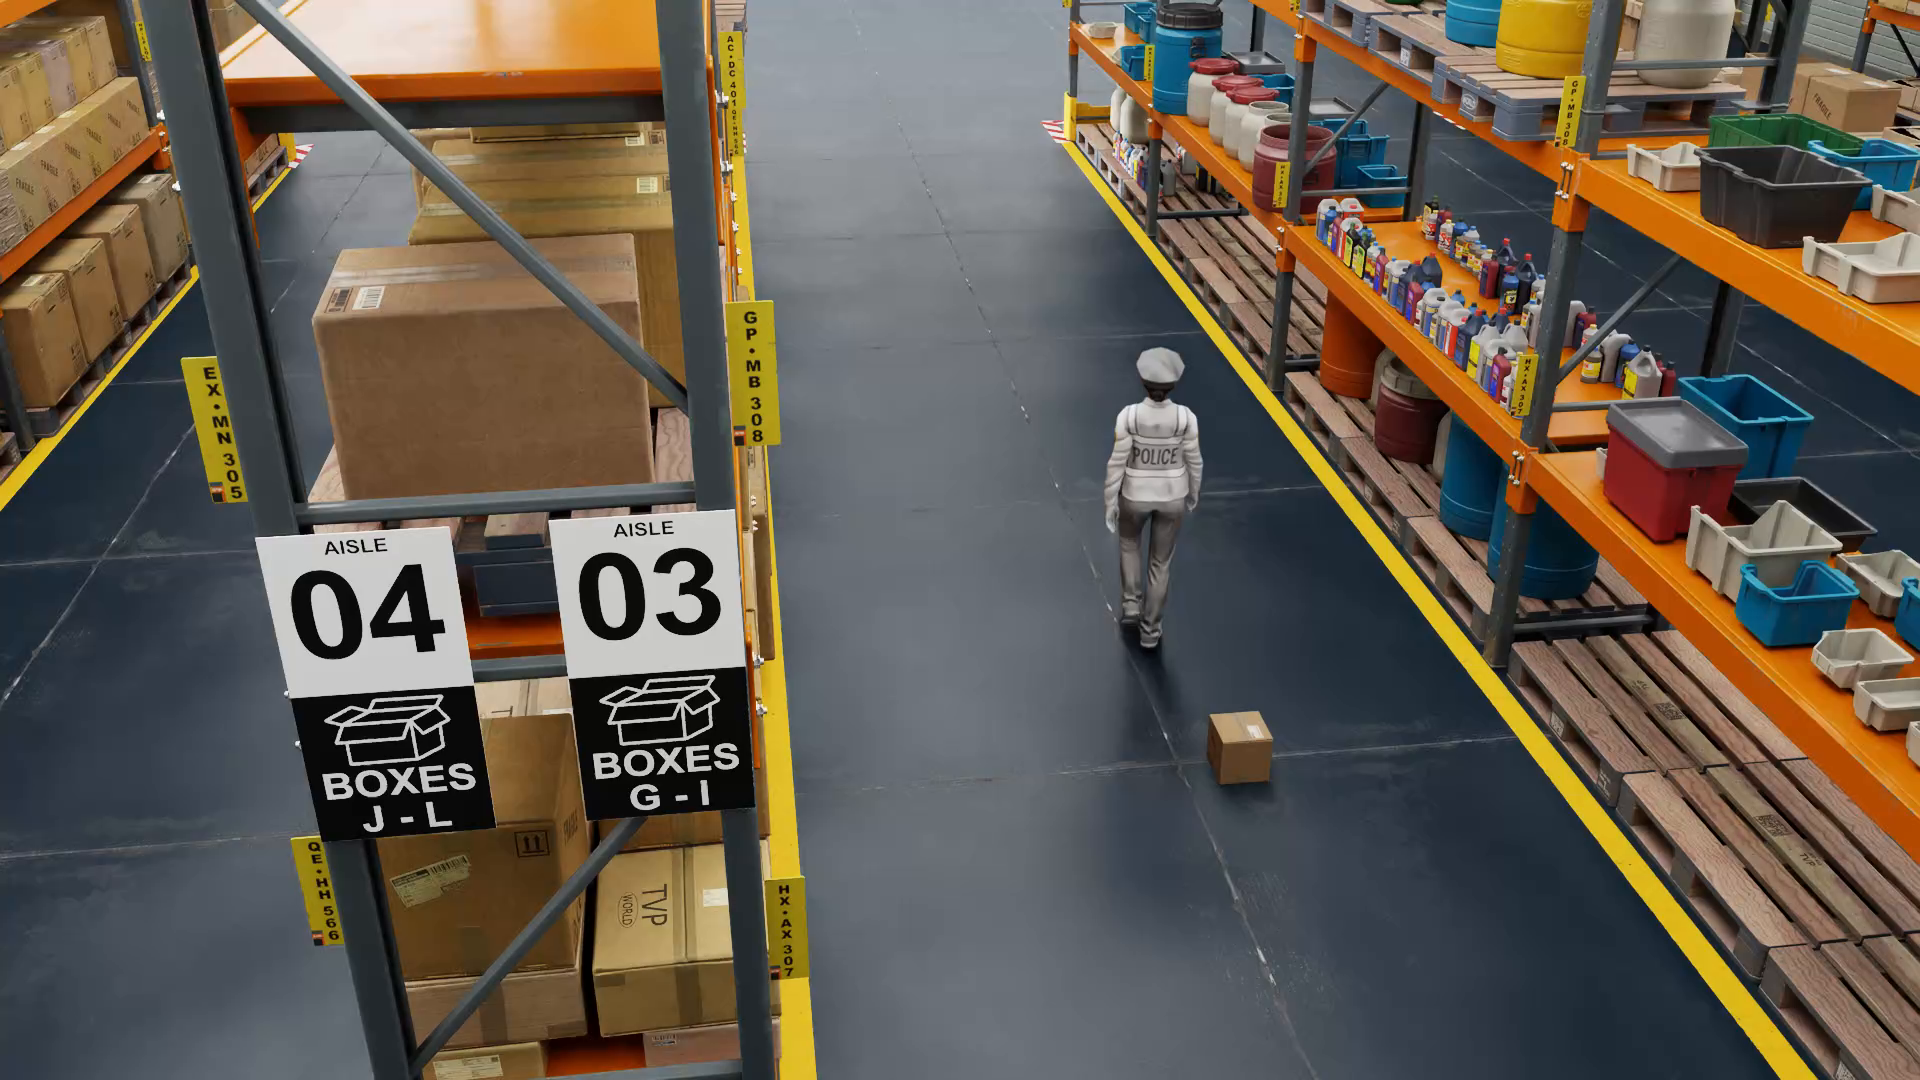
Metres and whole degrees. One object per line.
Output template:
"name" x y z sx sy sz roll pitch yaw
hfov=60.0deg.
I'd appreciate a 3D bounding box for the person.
"person" 1.040 -0.213 9.005 0.518 1.740 0.484 3 28 7
